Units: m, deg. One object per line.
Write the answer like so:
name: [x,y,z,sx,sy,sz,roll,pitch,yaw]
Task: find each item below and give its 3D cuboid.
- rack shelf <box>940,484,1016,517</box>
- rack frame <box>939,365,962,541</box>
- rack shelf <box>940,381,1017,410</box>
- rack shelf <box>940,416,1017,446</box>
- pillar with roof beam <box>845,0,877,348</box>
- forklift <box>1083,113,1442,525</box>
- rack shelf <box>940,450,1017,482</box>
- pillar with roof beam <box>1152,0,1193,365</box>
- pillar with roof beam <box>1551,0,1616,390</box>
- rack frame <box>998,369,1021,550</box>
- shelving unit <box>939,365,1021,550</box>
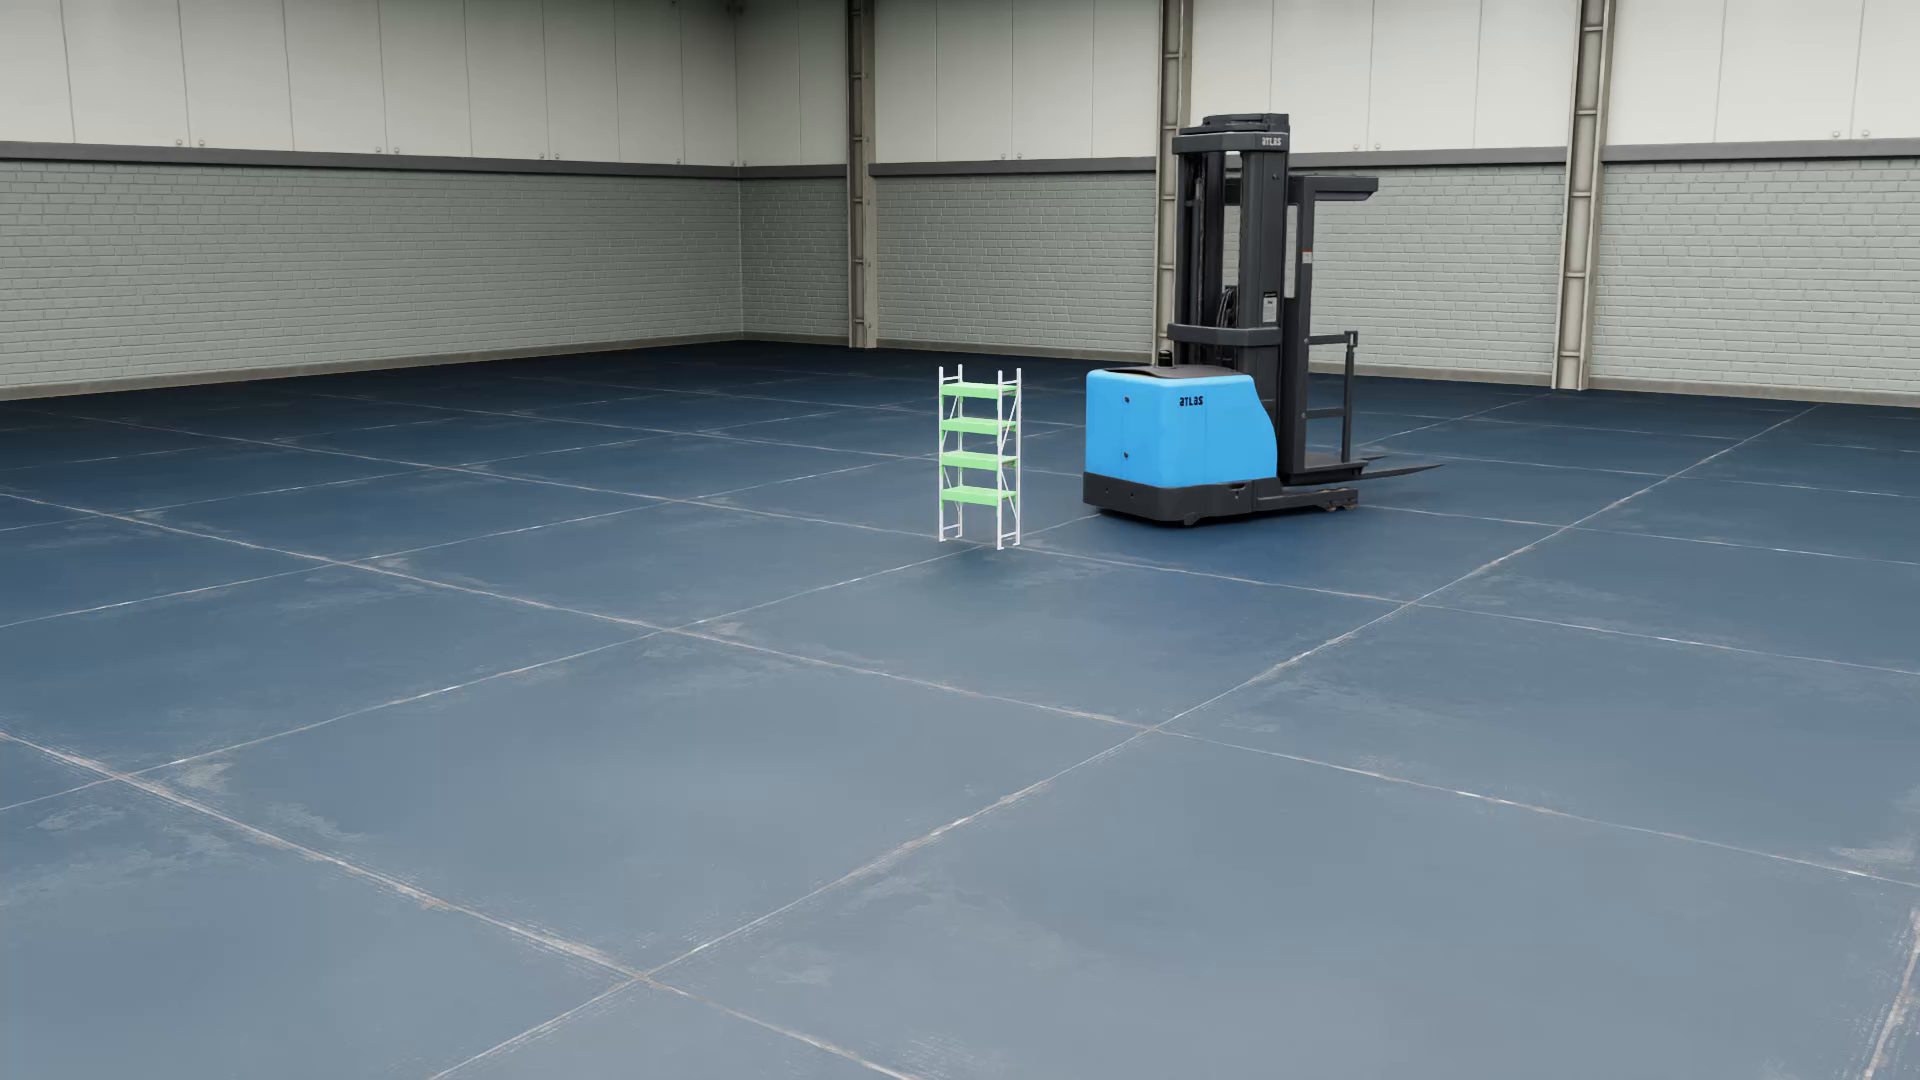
rack shelf: [0.133,-0.272,11.377,0.480,0.148,0.258,8,13,36]
rack frame: [-0.063,-0.598,11.461,0.015,1.200,0.240,8,13,36]
rack shelf: [0.133,-0.979,11.240,0.480,0.148,0.258,8,13,36]
rack shelf: [0.133,-0.743,11.286,0.480,0.148,0.258,8,13,36]
pillar with roof beam: [-4.222,-7.097,24.524,0.400,9.000,9.100,8,13,36]
forklift: [2.456,-1.731,12.759,3.031,2.935,1.130,-7,13,-31]
rack shelf: [0.133,-0.508,11.332,0.480,0.148,0.258,8,13,36]
pillar with roof beam: [0.614,-6.423,21.037,0.400,9.000,9.100,8,13,36]
pillar with roof beam: [5.450,-5.748,17.550,0.400,9.000,9.100,8,13,36]
rack frame: [0.330,-0.543,11.178,0.015,1.200,0.240,8,13,36]
shelving unit: [0.133,-0.570,11.320,0.503,1.200,0.258,8,13,36]
